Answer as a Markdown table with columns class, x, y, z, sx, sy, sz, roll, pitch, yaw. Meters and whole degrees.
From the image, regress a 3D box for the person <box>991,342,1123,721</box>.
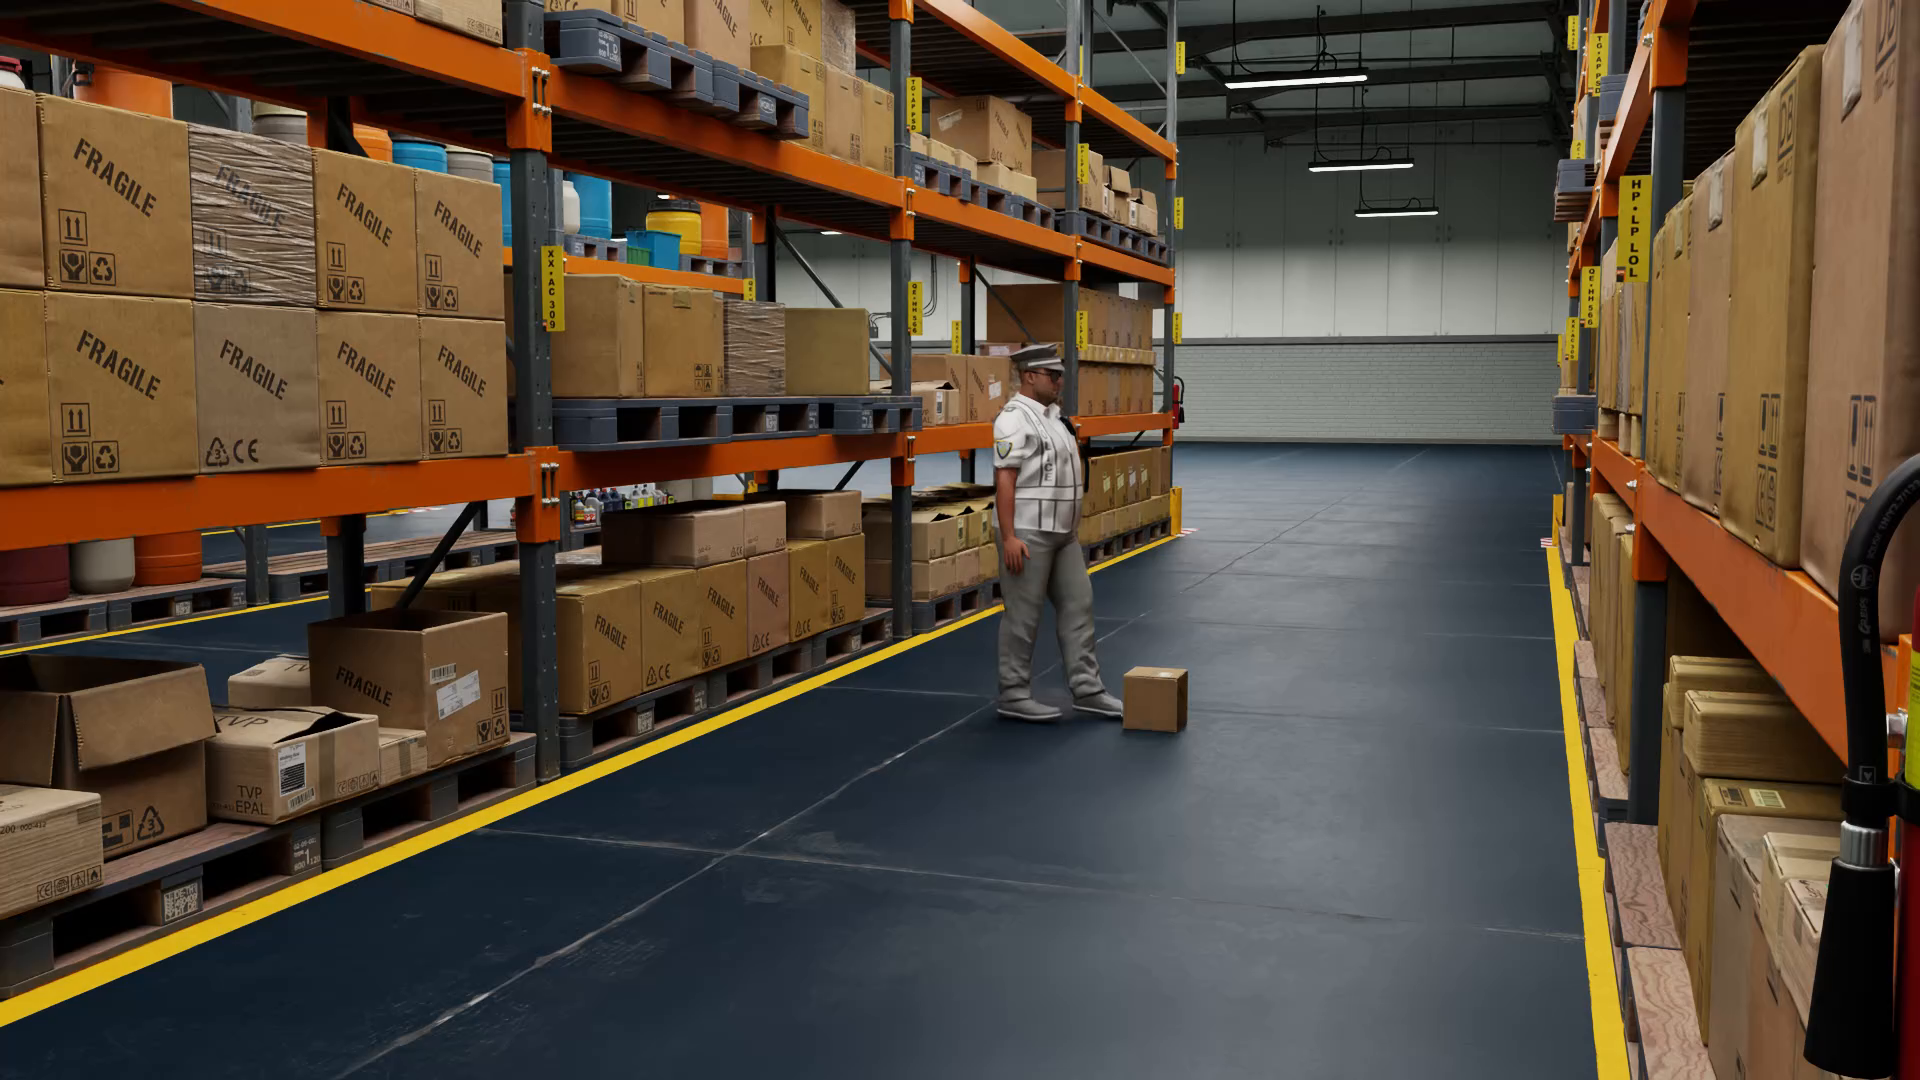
| class | x | y | z | sx | sy | sz | roll | pitch | yaw |
| --- | --- | --- | --- | --- | --- | --- | --- | --- | --- |
| person | 0.474 | -0.036 | 7.706 | 0.633 | 1.751 | 0.565 | 3 | 6 | 30 |
